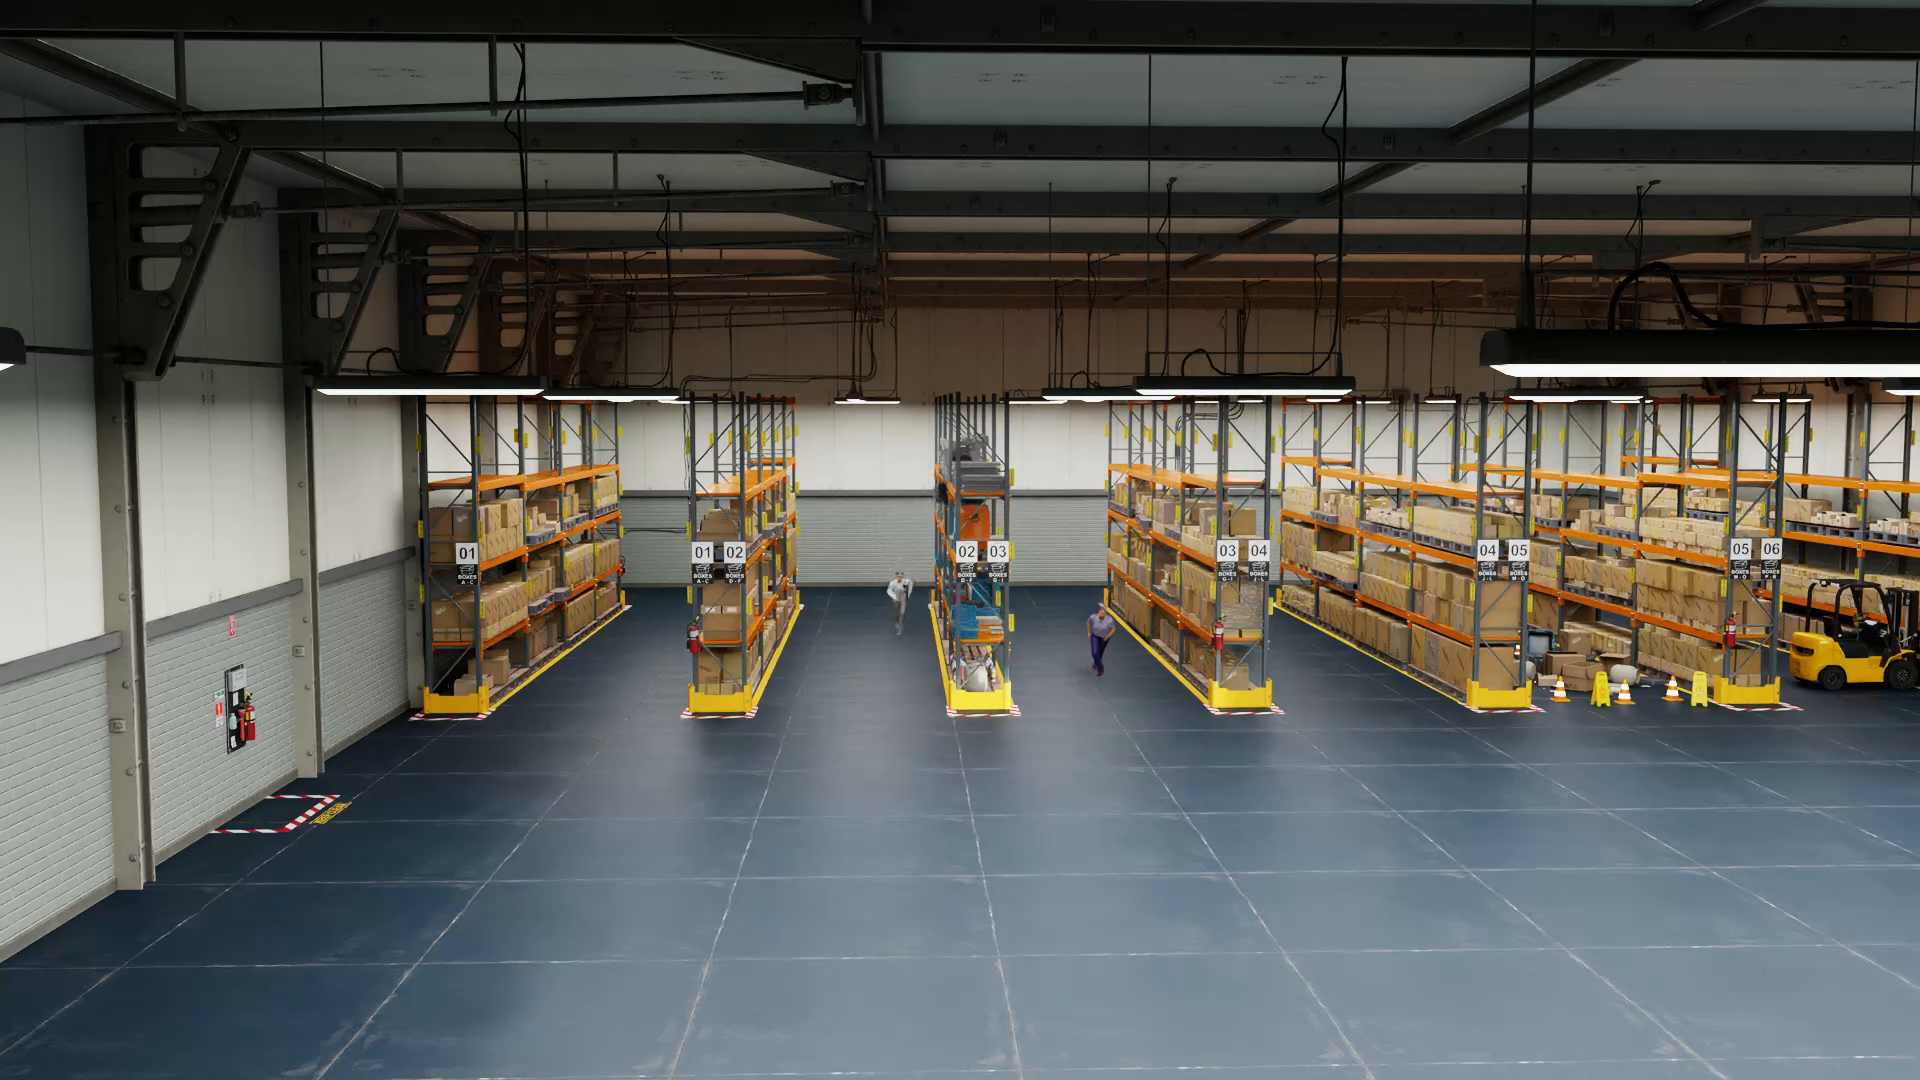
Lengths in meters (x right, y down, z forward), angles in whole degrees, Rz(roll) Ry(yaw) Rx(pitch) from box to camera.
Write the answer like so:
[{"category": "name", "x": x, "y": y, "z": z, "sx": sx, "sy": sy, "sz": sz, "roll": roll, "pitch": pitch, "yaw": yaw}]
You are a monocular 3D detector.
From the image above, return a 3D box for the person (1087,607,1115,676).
[{"category": "person", "x": 3.017, "y": 2.175, "z": 35.749, "sx": 0.598, "sy": 1.446, "sz": 0.999, "roll": 0, "pitch": 5, "yaw": -1}]

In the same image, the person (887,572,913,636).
[{"category": "person", "x": -1.530, "y": 1.572, "z": 42.107, "sx": 0.652, "sy": 1.631, "sz": 0.984, "roll": -1, "pitch": 5, "yaw": -7}]

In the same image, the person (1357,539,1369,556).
[{"category": "person", "x": 11.950, "y": 0.895, "z": 49.300, "sx": 0.916, "sy": 1.842, "sz": 0.676, "roll": -1, "pitch": 5, "yaw": -15}]

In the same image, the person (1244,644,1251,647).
[{"category": "person", "x": 6.826, "y": 1.670, "z": 39.680, "sx": 0.752, "sy": 1.745, "sz": 0.722, "roll": 0, "pitch": 5, "yaw": 2}]
